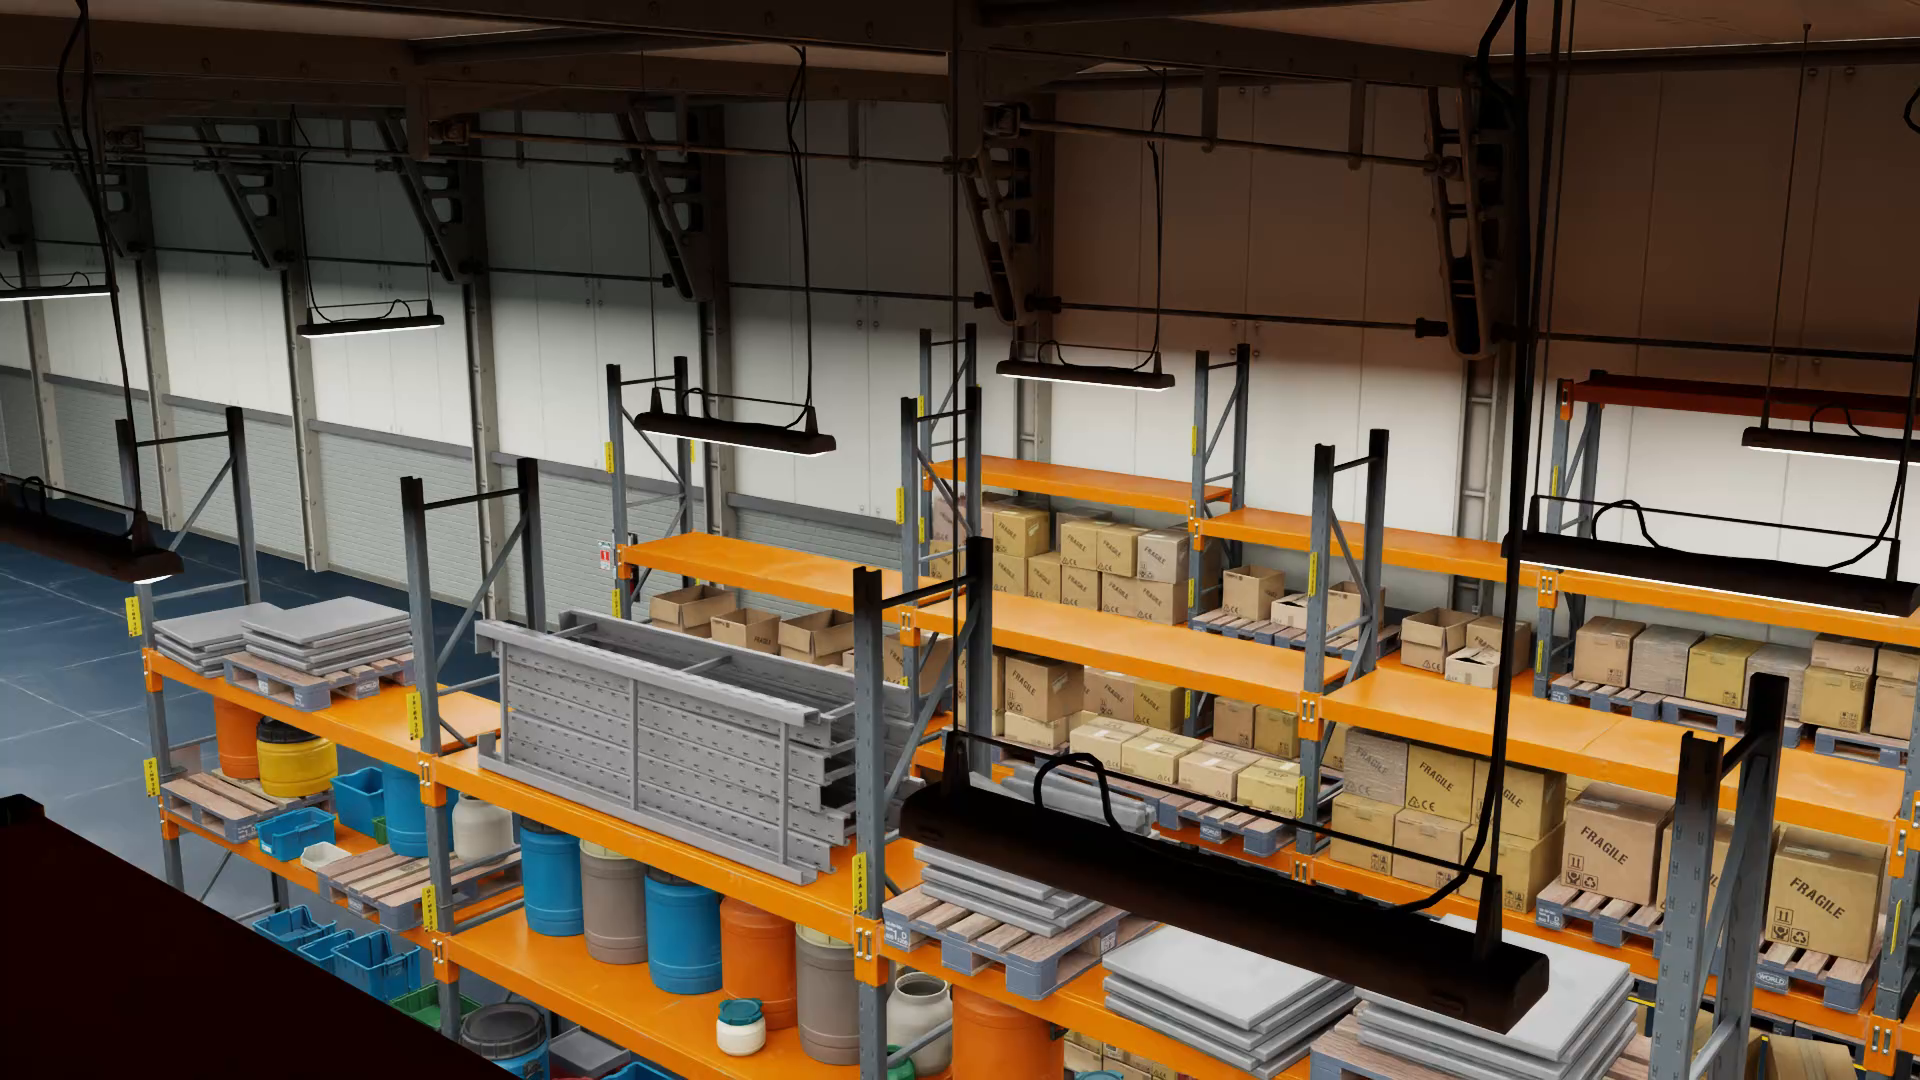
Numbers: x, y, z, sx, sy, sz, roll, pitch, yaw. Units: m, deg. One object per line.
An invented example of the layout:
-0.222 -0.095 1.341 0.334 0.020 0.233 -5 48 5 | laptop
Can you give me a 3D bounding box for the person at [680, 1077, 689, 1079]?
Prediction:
-1.942 4.541 12.467 1.034 1.591 0.448 -10 16 -39 | person
